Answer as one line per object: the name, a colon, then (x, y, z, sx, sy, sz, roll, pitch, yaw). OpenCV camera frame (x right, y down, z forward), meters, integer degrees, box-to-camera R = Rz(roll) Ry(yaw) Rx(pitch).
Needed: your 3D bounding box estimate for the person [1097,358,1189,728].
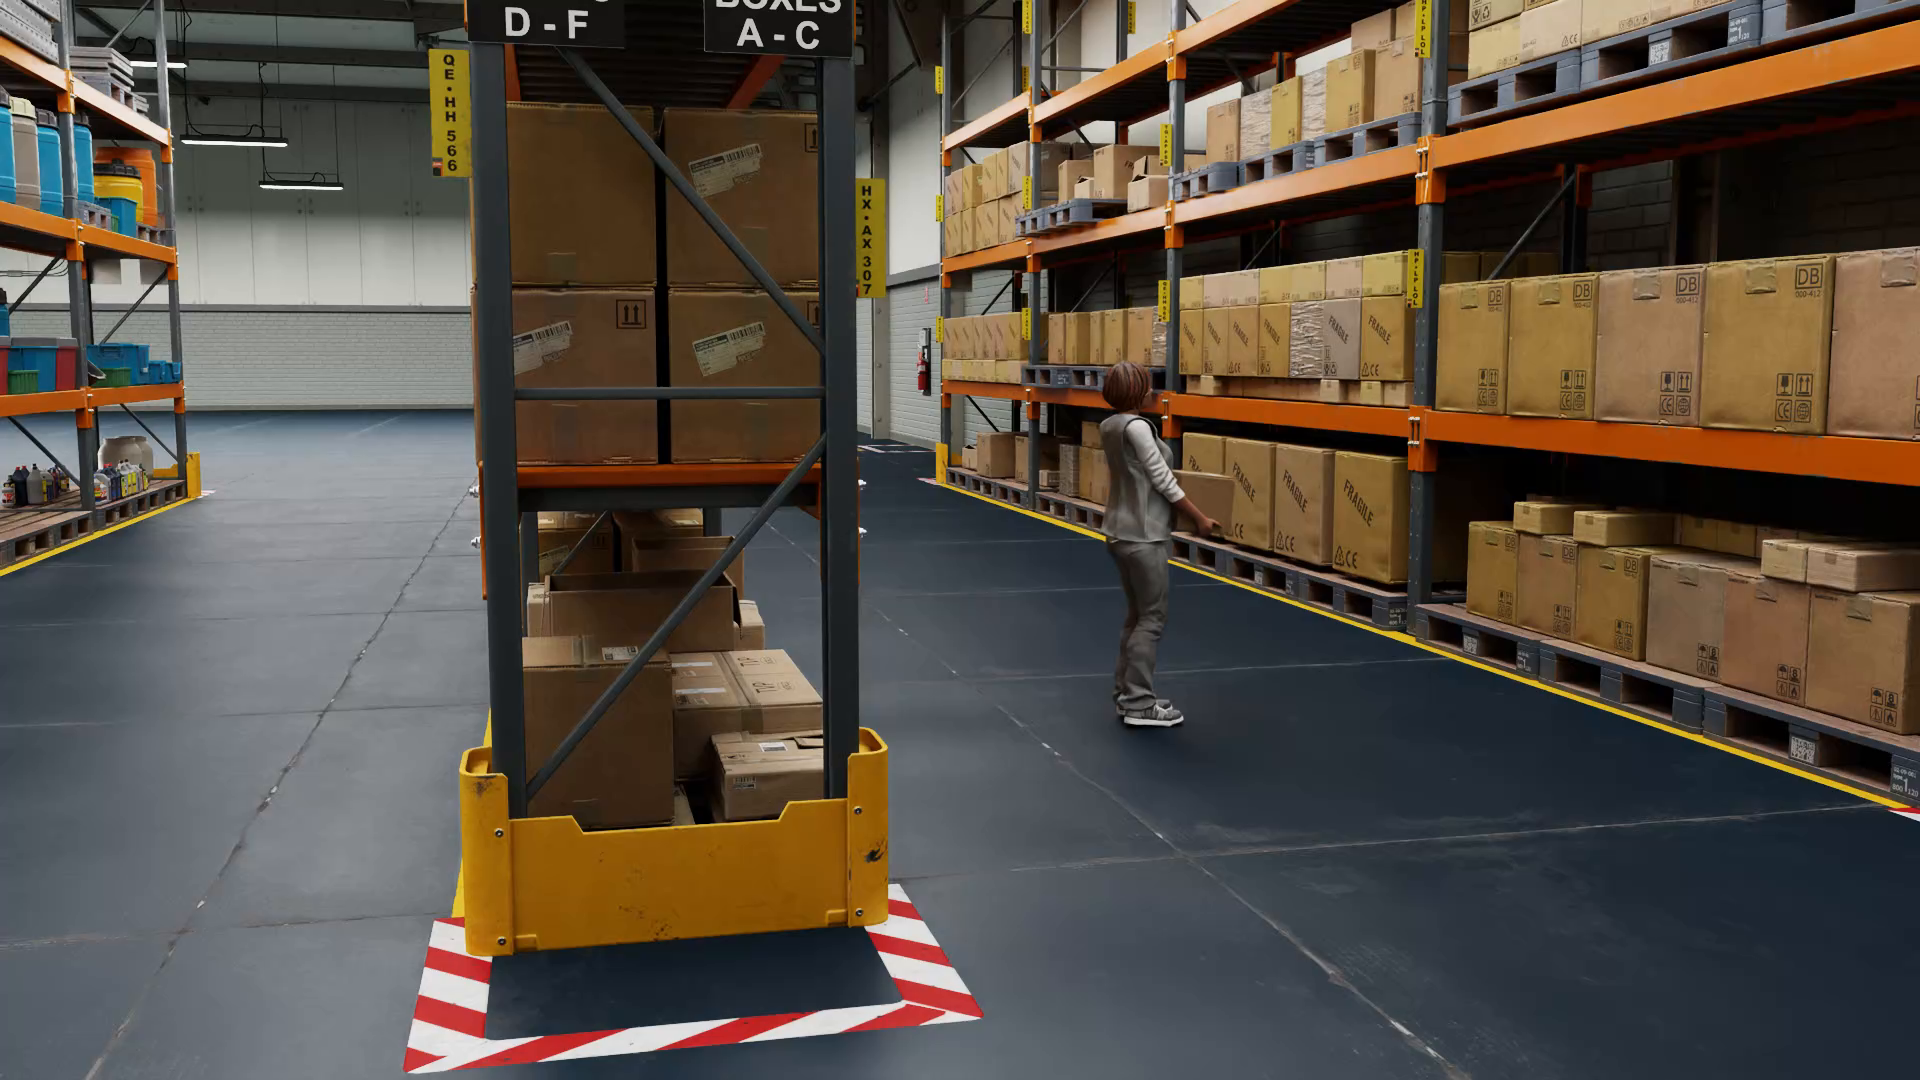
person: (0.803, 0.006, 7.305, 0.372, 1.598, 0.452, -2, 7, -15)
